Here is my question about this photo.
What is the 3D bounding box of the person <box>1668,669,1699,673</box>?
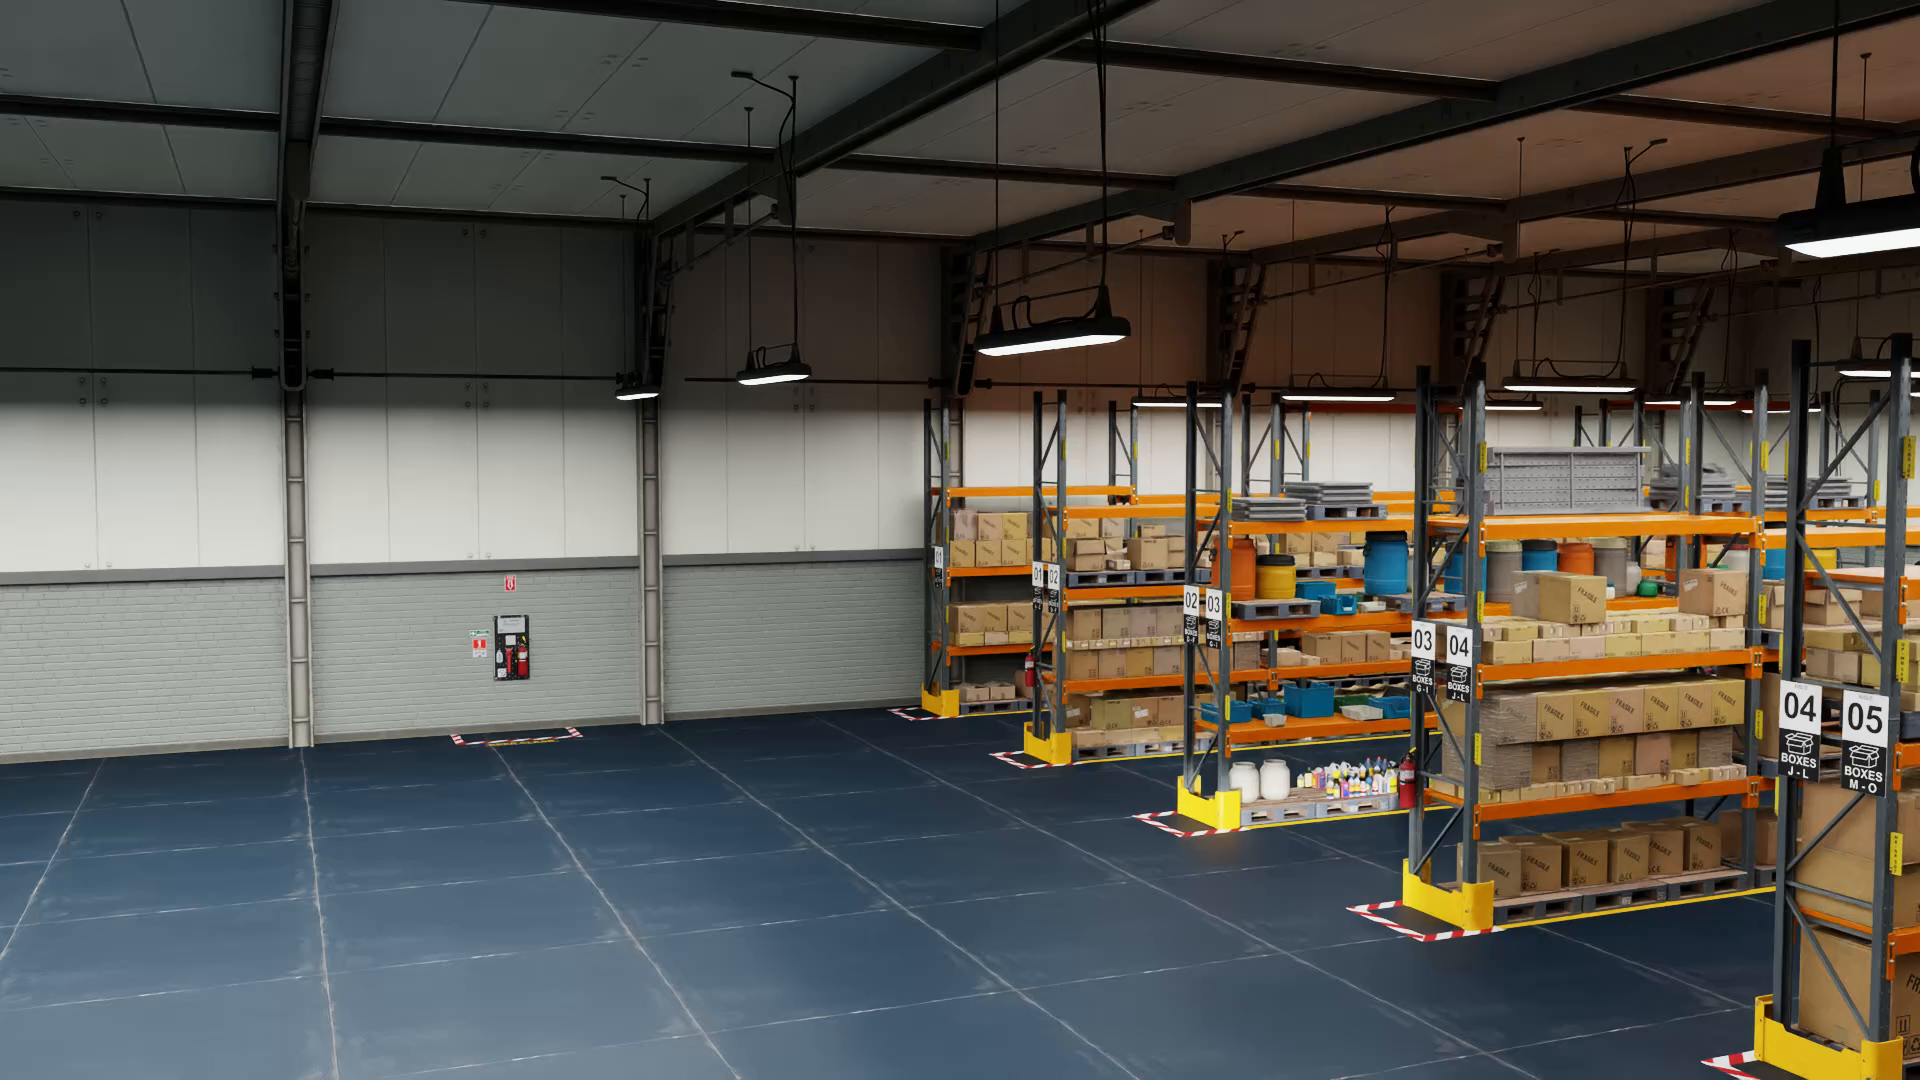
[{"bbox_3d":[12.770,2.659,29.331,0.744,1.561,0.648,-1,3,-13],"label":"person"}]
